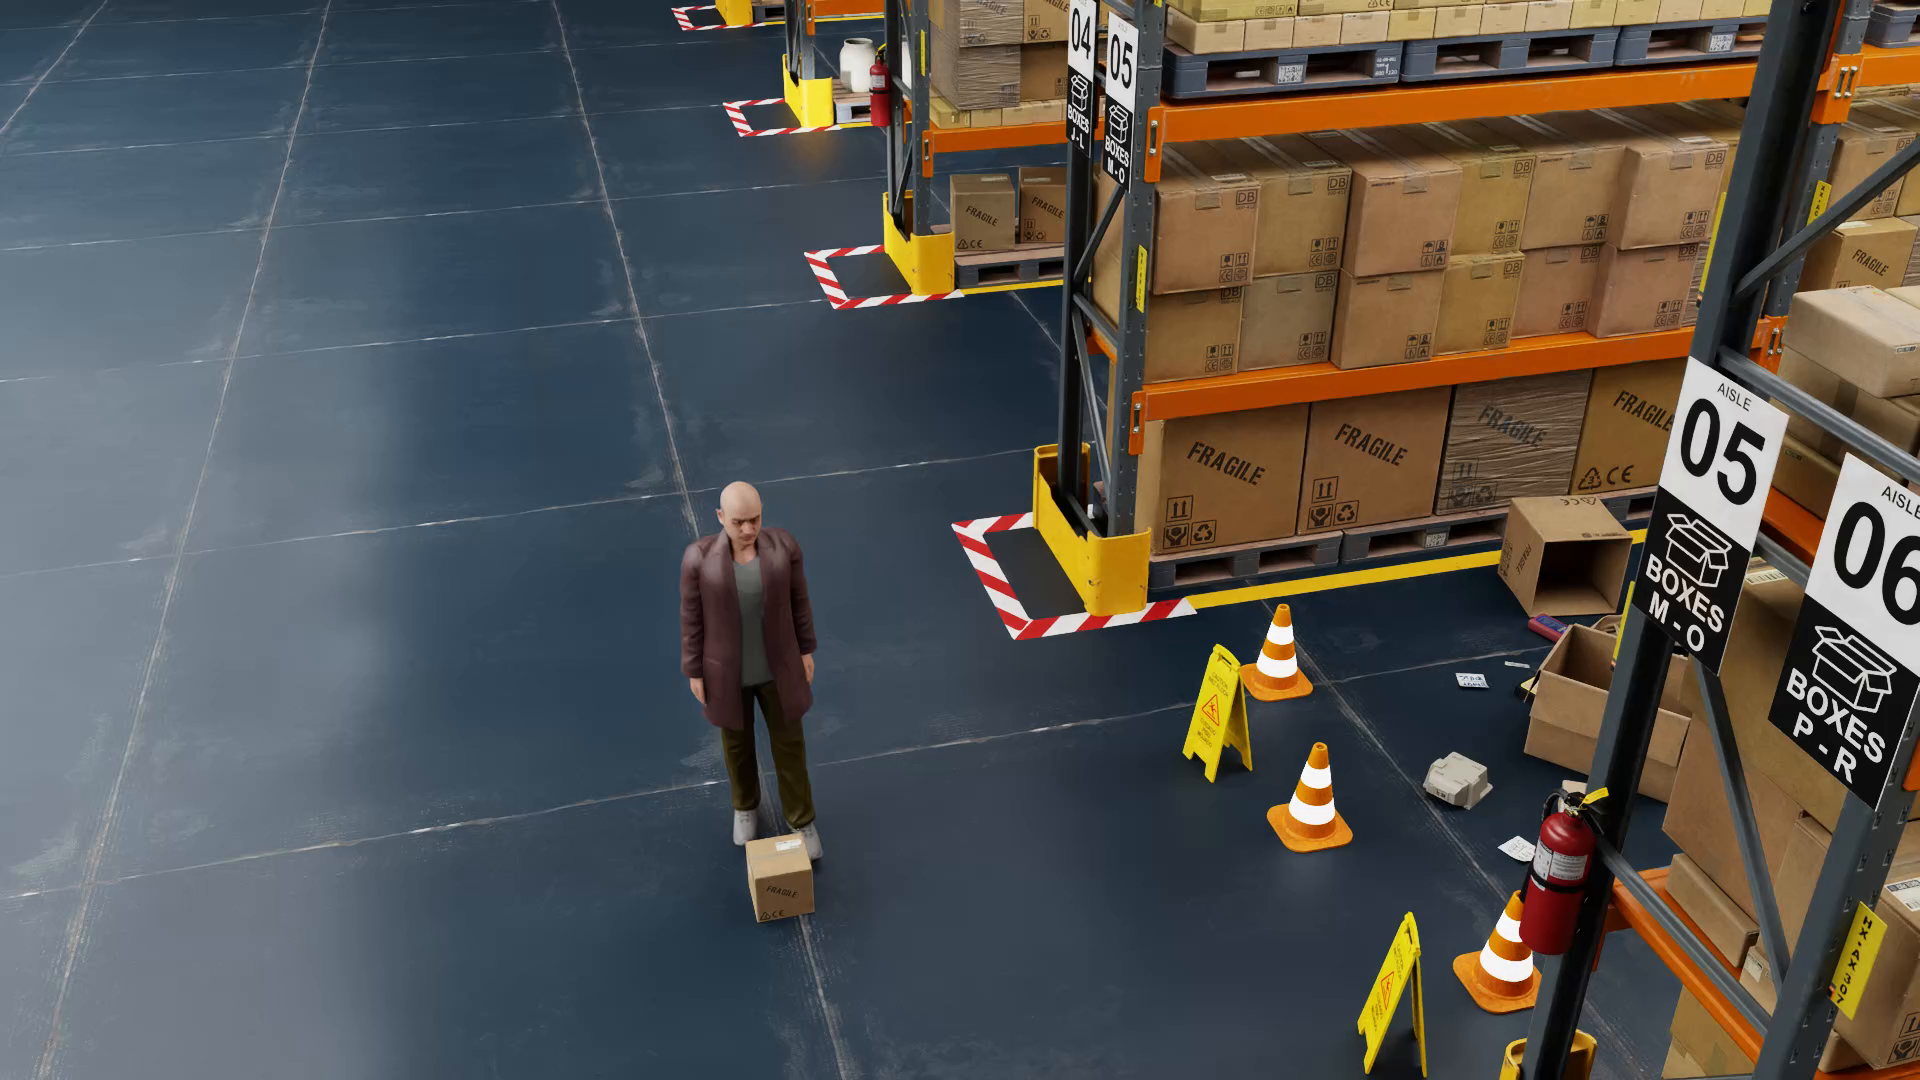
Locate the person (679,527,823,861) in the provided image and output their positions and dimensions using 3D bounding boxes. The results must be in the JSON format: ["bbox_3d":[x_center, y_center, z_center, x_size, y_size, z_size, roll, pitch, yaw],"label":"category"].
[{"bbox_3d":[-0.897,0.673,7.279,0.611,1.581,0.544,-8,31,-13],"label":"person"}]
